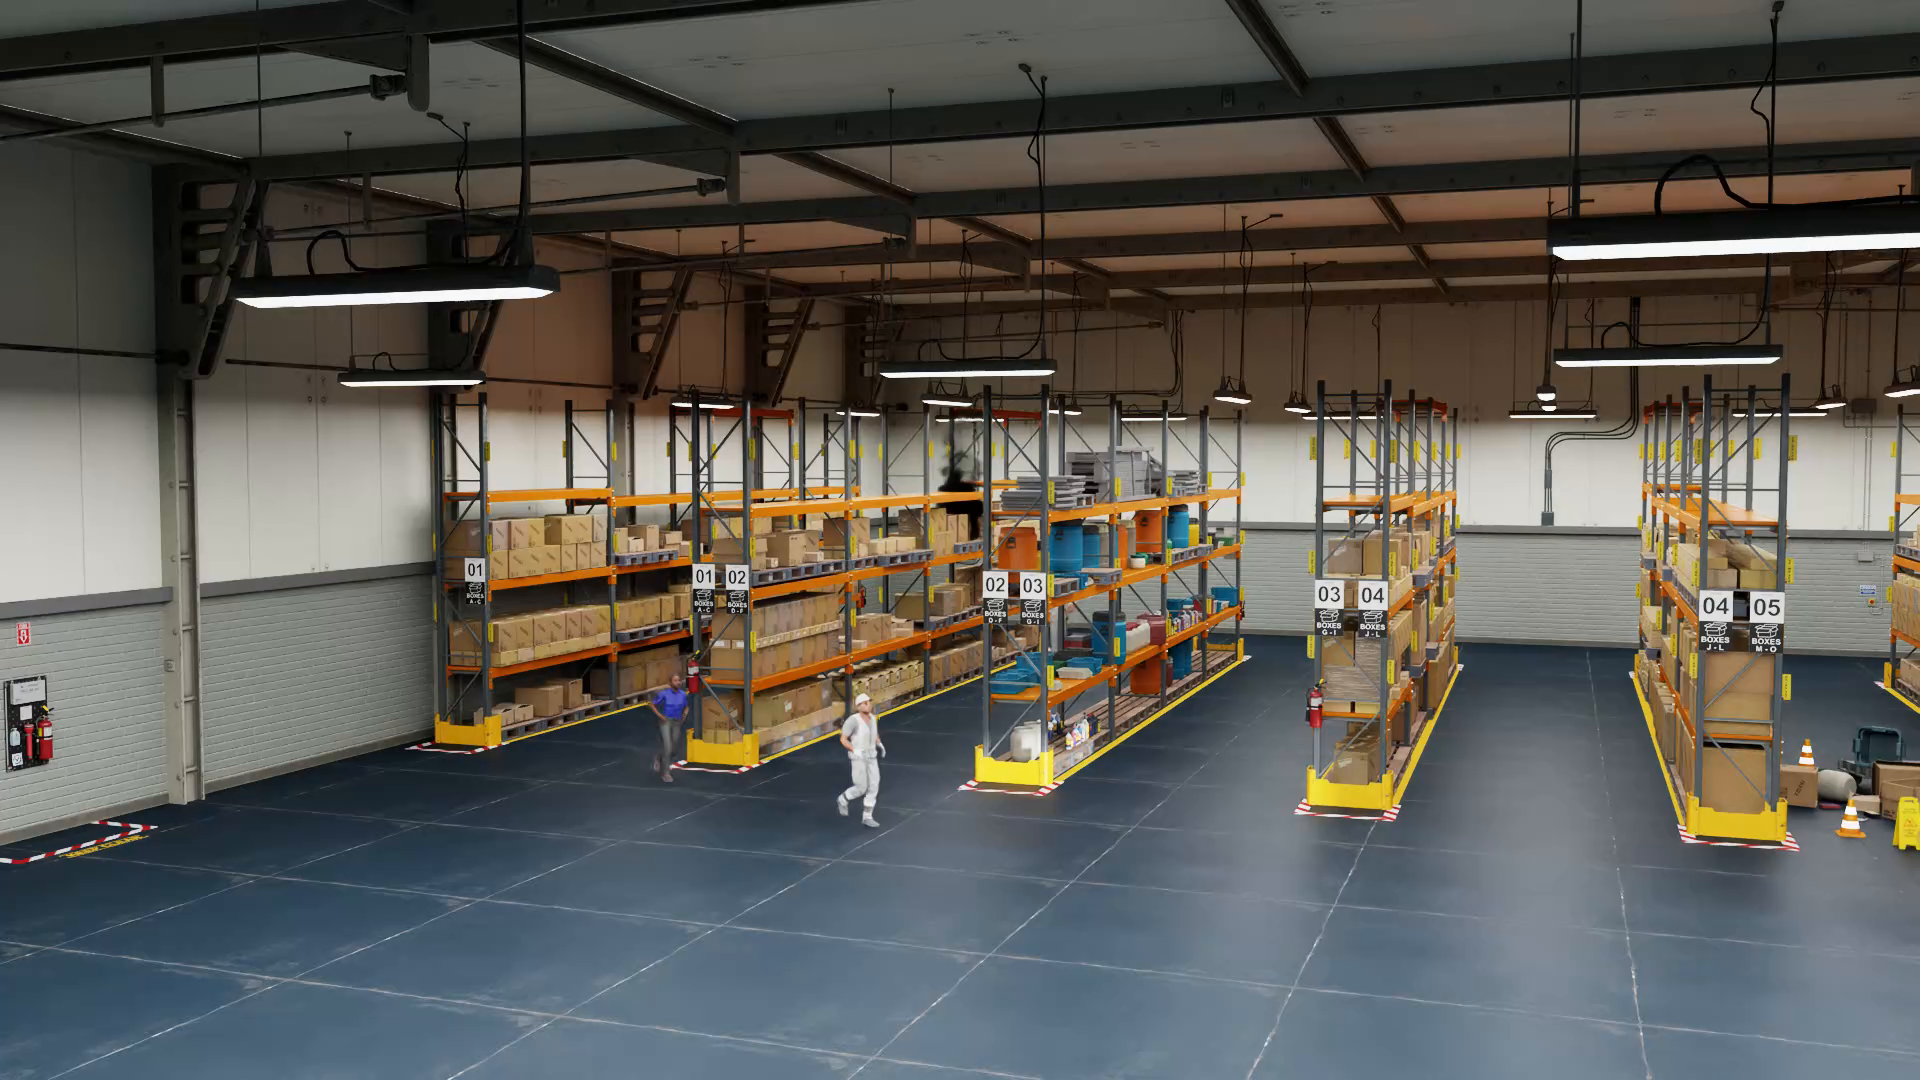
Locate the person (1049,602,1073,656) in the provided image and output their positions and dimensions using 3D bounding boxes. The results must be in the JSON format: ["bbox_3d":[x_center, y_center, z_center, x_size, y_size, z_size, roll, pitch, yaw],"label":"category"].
[{"bbox_3d":[2.204,1.840,37.661,0.693,1.803,0.904,1,3,15],"label":"person"}]

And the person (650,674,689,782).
[{"bbox_3d":[-4.454,2.856,25.540,0.616,1.612,0.681,-2,4,-34],"label":"person"}]

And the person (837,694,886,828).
[{"bbox_3d":[-1.328,2.937,22.331,0.717,1.771,0.683,3,4,45],"label":"person"}]
